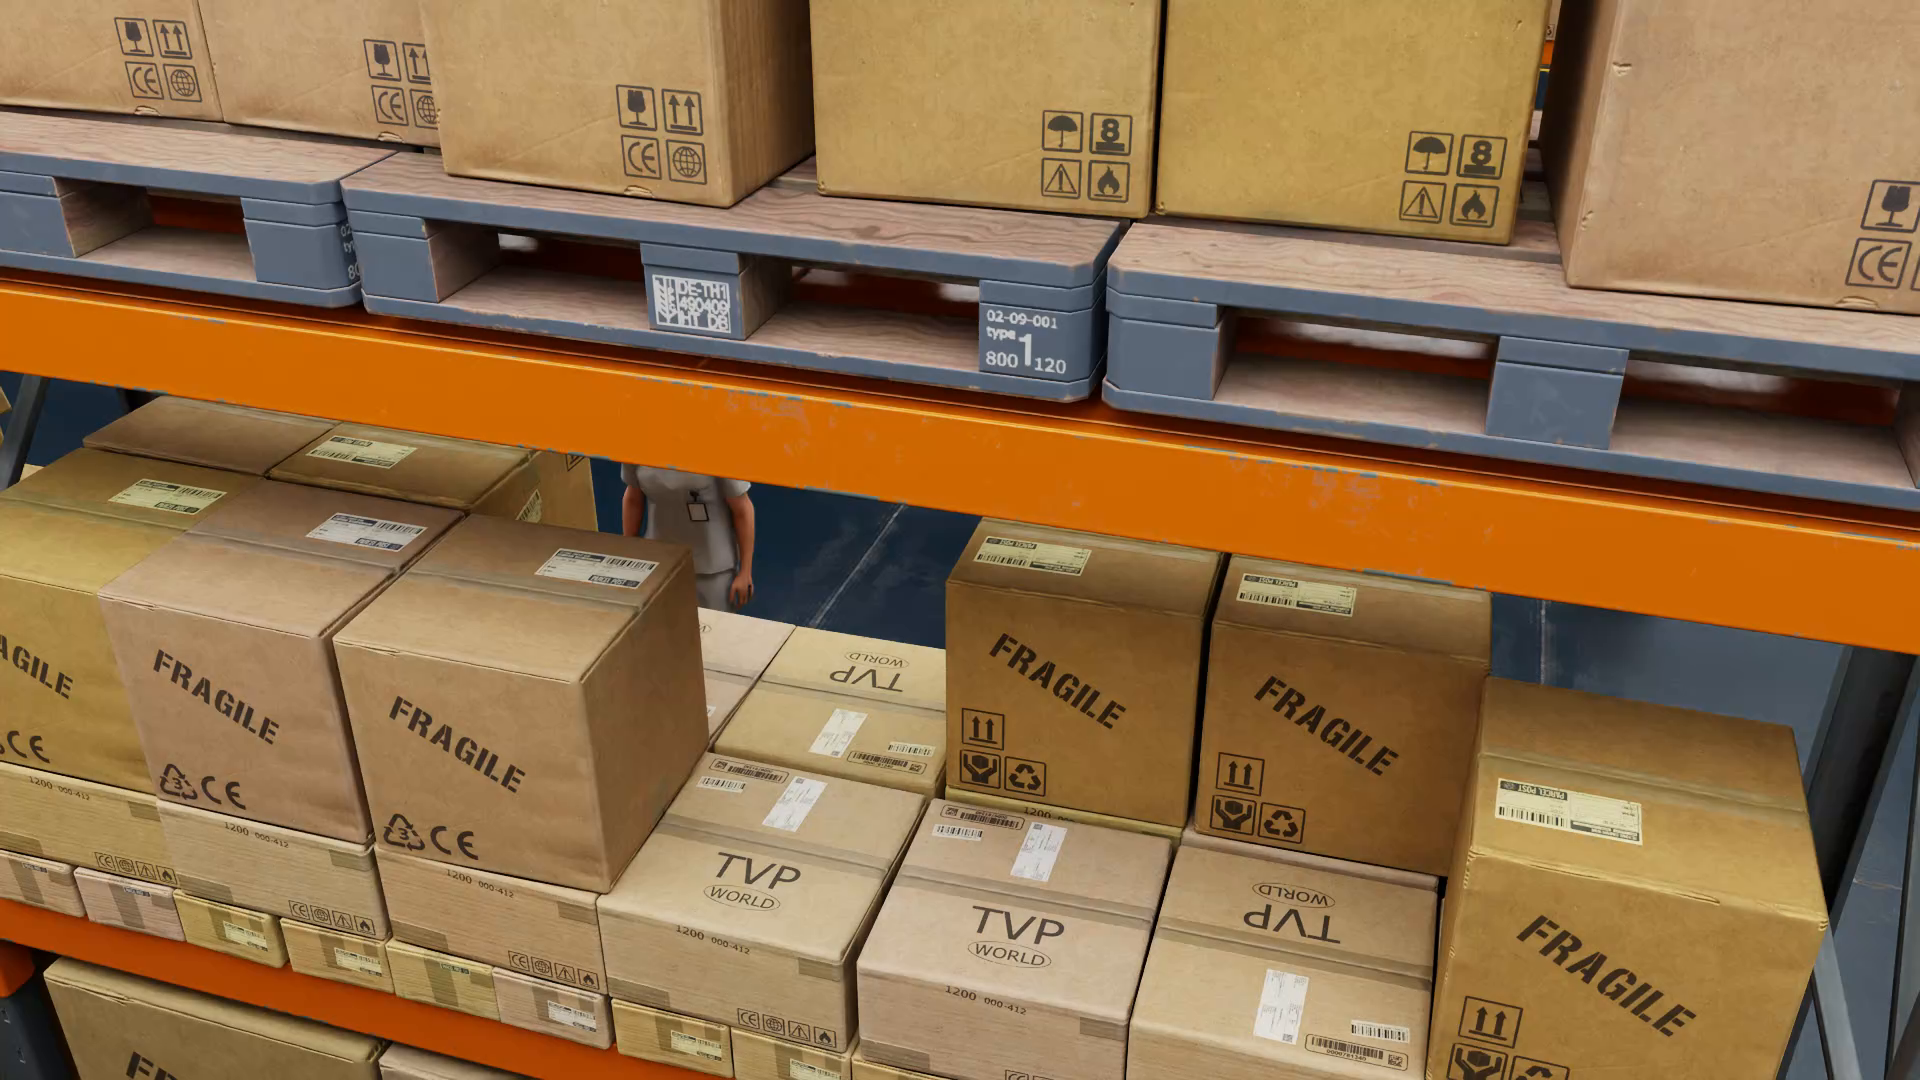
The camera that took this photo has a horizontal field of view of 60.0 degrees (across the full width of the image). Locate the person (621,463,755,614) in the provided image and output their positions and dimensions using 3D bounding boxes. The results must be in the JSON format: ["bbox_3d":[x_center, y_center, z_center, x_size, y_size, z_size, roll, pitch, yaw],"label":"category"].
[{"bbox_3d":[-0.985,0.115,5.924,0.514,1.671,0.415,7,30,12],"label":"person"}]
